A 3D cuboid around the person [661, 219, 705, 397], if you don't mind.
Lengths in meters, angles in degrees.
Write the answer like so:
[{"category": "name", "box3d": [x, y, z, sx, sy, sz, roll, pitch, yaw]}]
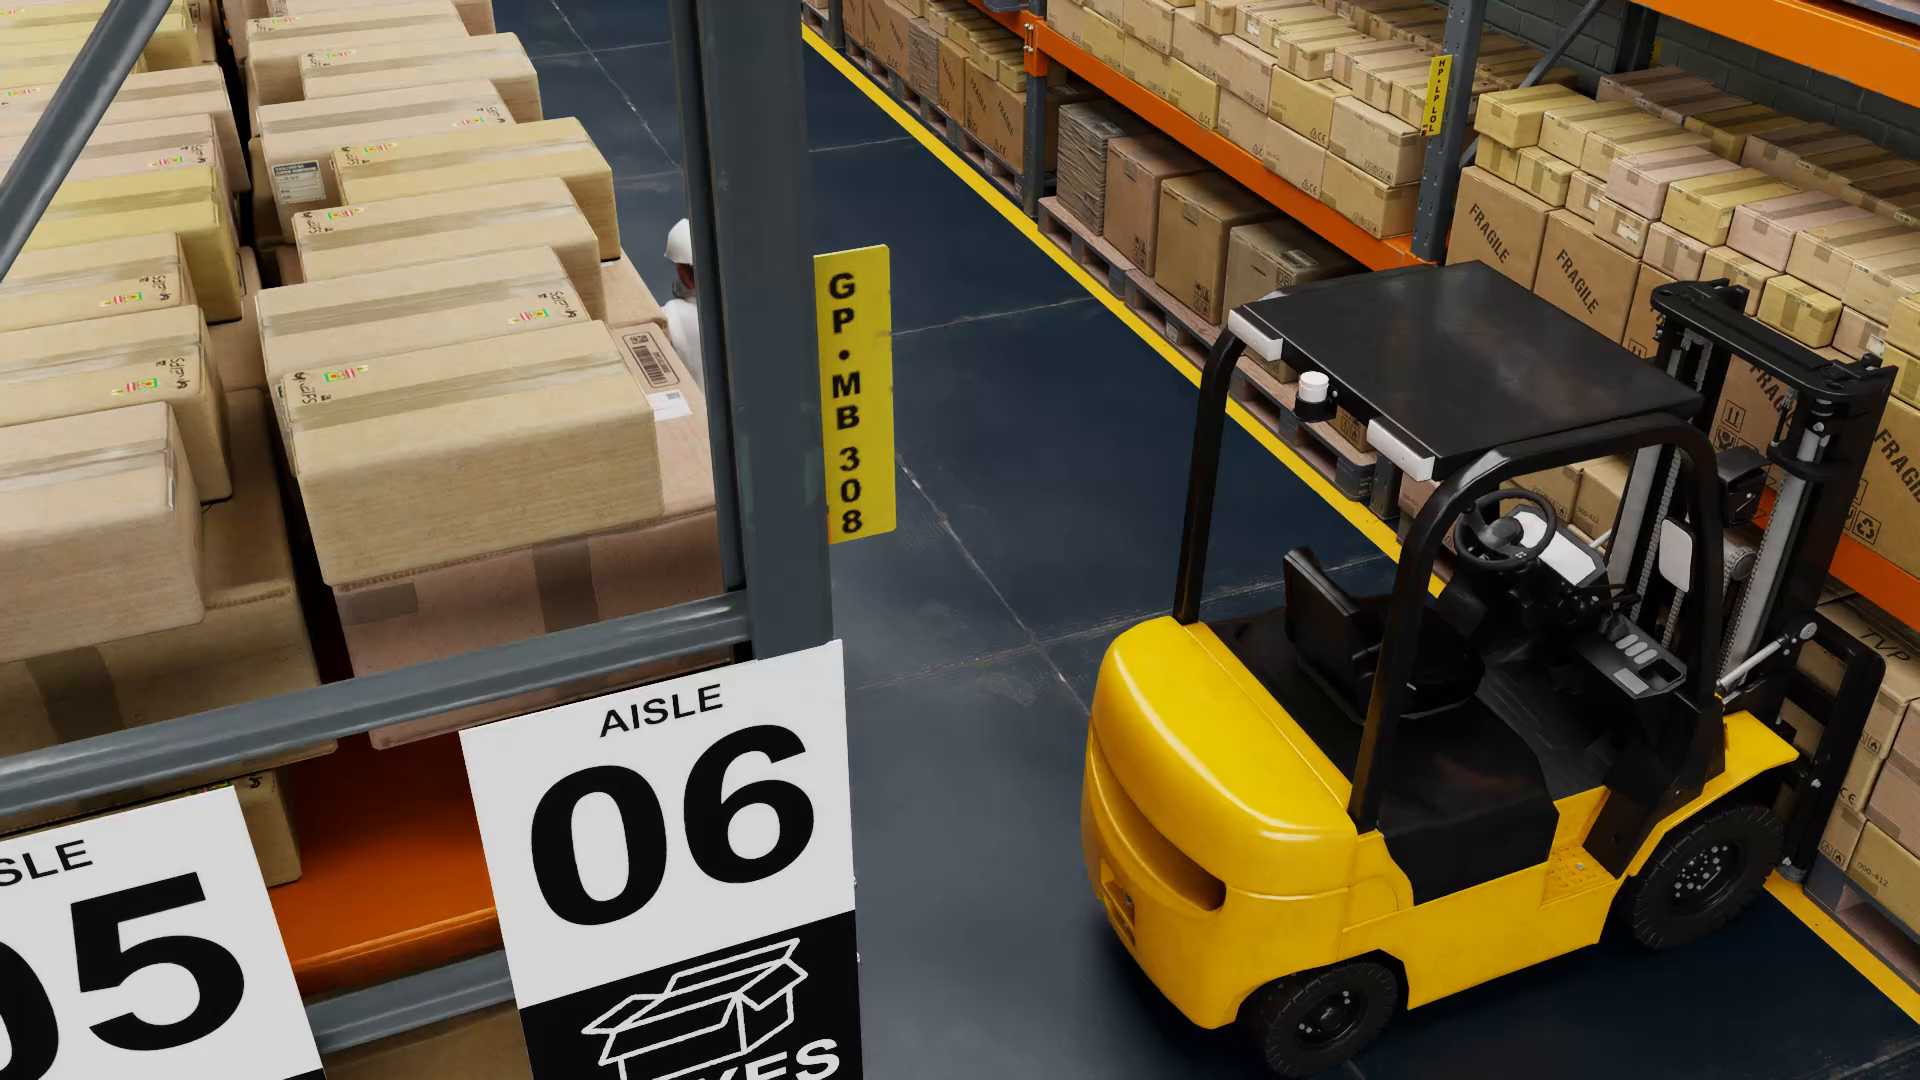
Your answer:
[{"category": "person", "box3d": [-1.022, -0.486, 6.871, 0.535, 1.763, 0.363, -13, 35, -19]}]
